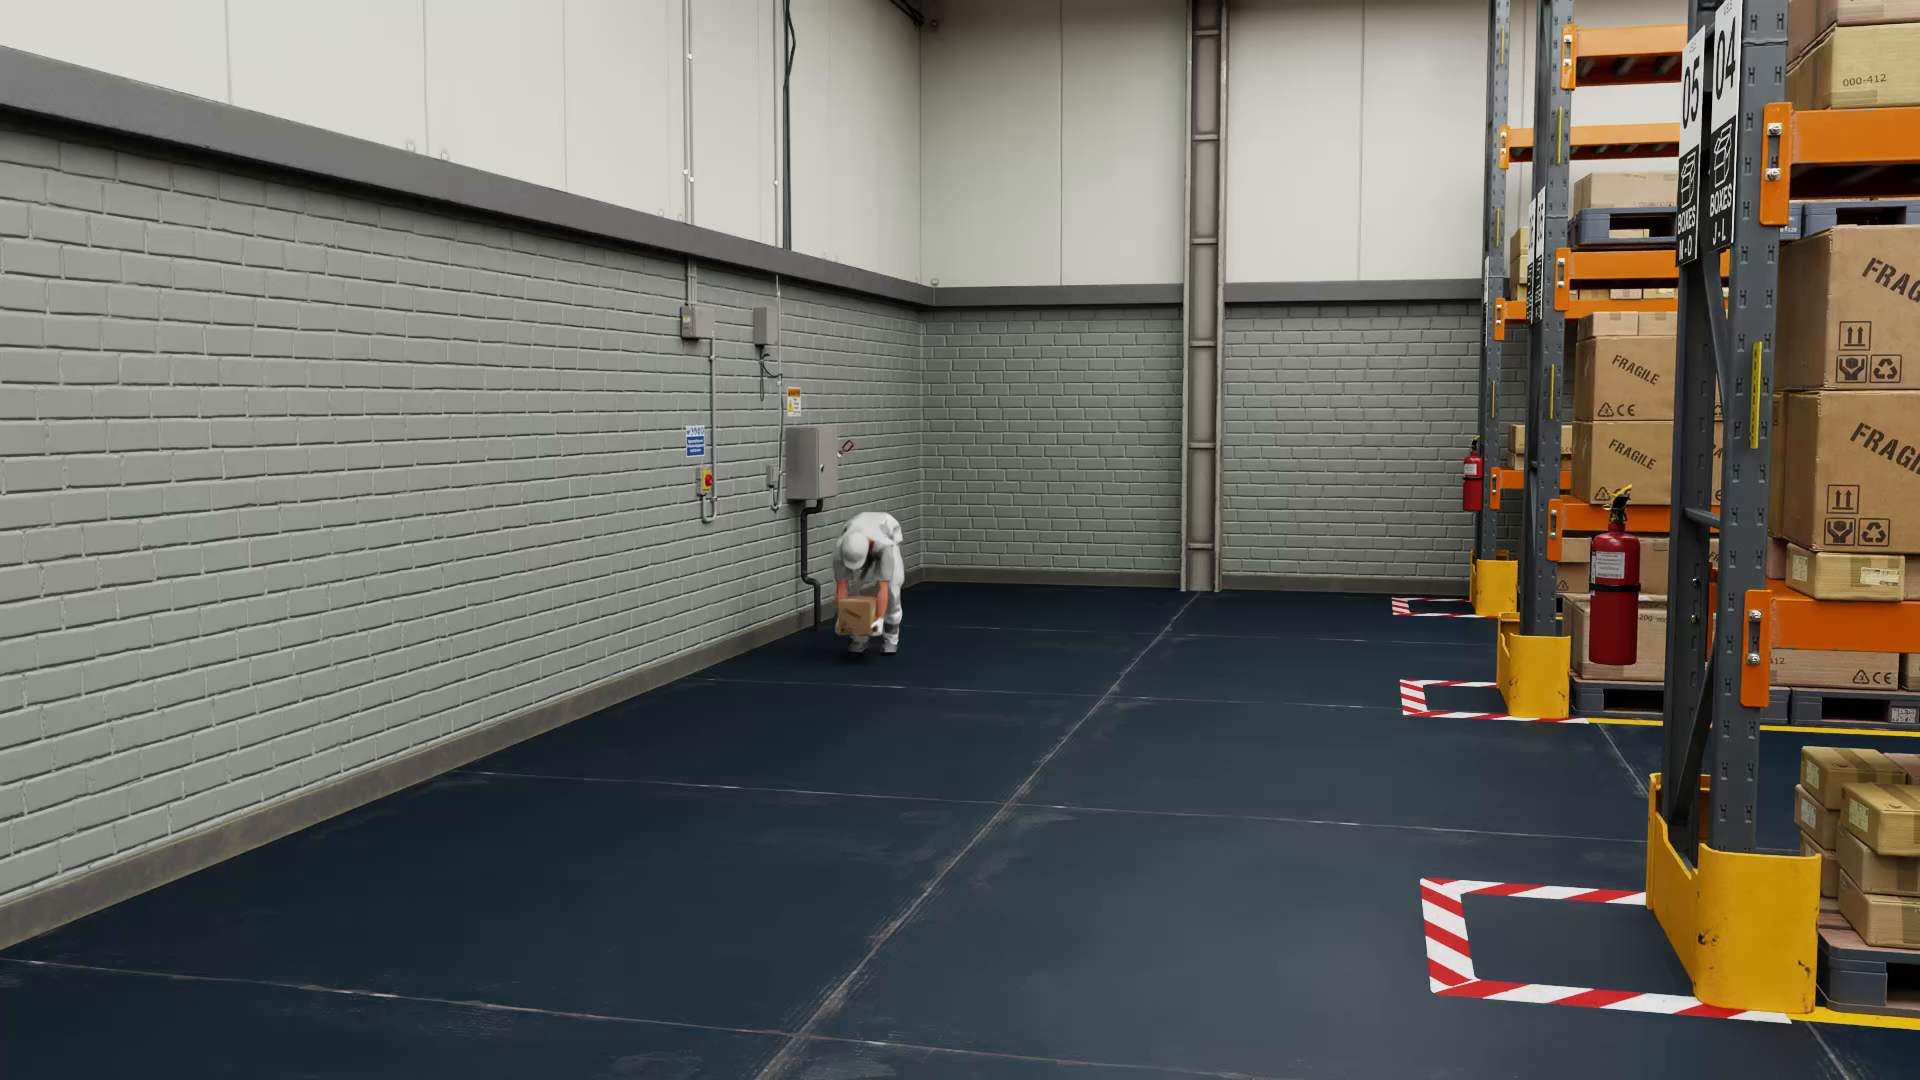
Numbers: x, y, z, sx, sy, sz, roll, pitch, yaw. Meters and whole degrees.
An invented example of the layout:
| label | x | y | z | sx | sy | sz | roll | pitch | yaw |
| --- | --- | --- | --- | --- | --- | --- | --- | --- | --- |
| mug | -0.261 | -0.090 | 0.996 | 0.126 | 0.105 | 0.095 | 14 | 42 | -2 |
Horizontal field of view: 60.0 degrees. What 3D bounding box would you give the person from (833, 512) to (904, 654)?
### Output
| label | x | y | z | sx | sy | sz | roll | pitch | yaw |
| --- | --- | --- | --- | --- | --- | --- | --- | --- | --- |
| person | -0.704 | 0.342 | 12.496 | 0.514 | 1.072 | 0.963 | 1 | 5 | 11 |
